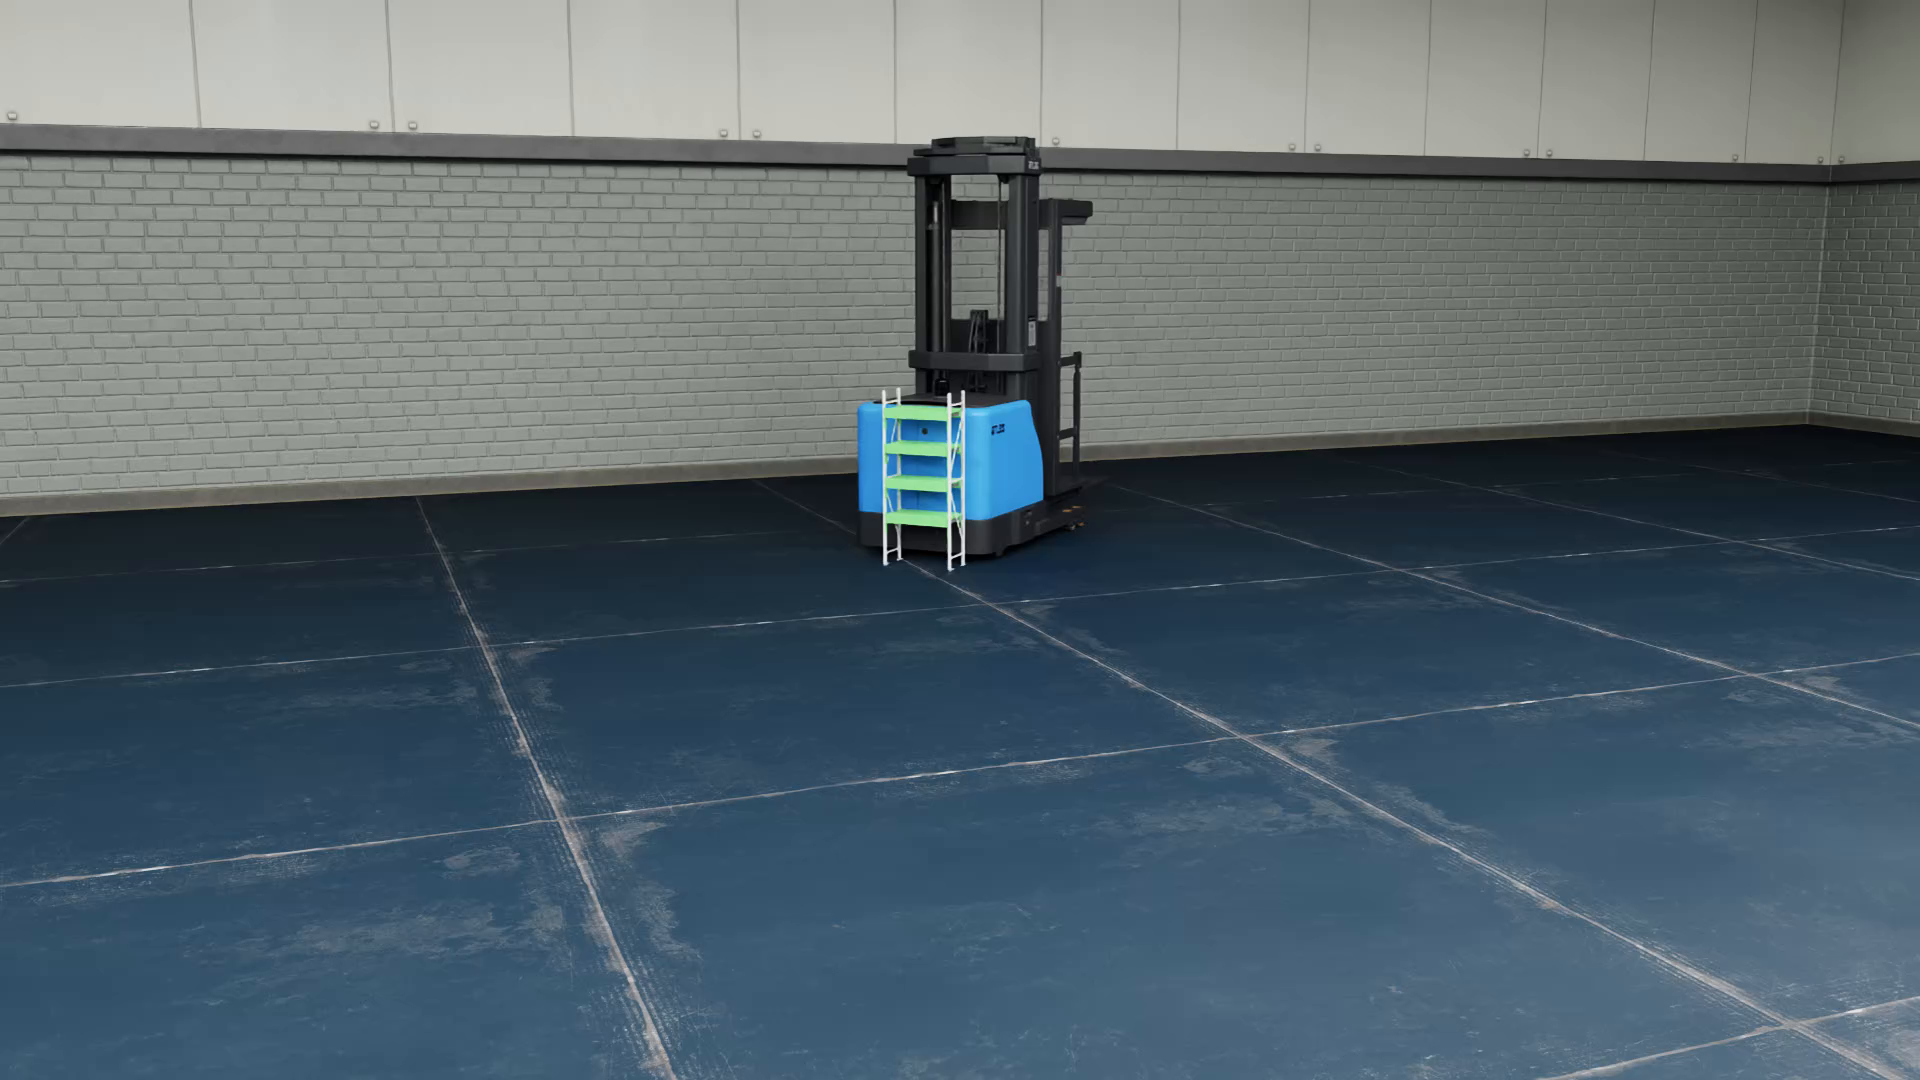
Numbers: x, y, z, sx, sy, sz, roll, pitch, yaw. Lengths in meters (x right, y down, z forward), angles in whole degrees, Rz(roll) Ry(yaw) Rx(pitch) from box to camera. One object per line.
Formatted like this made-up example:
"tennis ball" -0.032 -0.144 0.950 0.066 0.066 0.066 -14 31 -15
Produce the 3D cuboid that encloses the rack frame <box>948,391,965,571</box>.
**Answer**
"rack frame" -0.025 -0.401 11.247 0.015 1.200 0.240 5 11 24

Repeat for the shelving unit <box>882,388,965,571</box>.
"shelving unit" -0.247 -0.418 11.346 0.503 1.200 0.258 5 11 24

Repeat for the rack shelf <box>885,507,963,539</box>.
"rack shelf" -0.247 -0.119 11.400 0.480 0.148 0.258 5 11 24

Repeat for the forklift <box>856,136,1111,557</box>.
"forklift" 0.344 -1.543 12.726 1.130 2.935 3.031 5 11 25

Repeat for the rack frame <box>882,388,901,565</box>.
"rack frame" -0.469 -0.436 11.446 0.015 1.200 0.240 5 11 24

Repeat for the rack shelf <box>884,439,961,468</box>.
"rack shelf" -0.247 -0.592 11.316 0.480 0.148 0.258 5 11 24

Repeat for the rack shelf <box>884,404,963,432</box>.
"rack shelf" -0.247 -0.828 11.274 0.480 0.148 0.258 5 11 24

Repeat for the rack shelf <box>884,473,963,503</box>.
"rack shelf" -0.247 -0.356 11.358 0.480 0.148 0.258 5 11 24
